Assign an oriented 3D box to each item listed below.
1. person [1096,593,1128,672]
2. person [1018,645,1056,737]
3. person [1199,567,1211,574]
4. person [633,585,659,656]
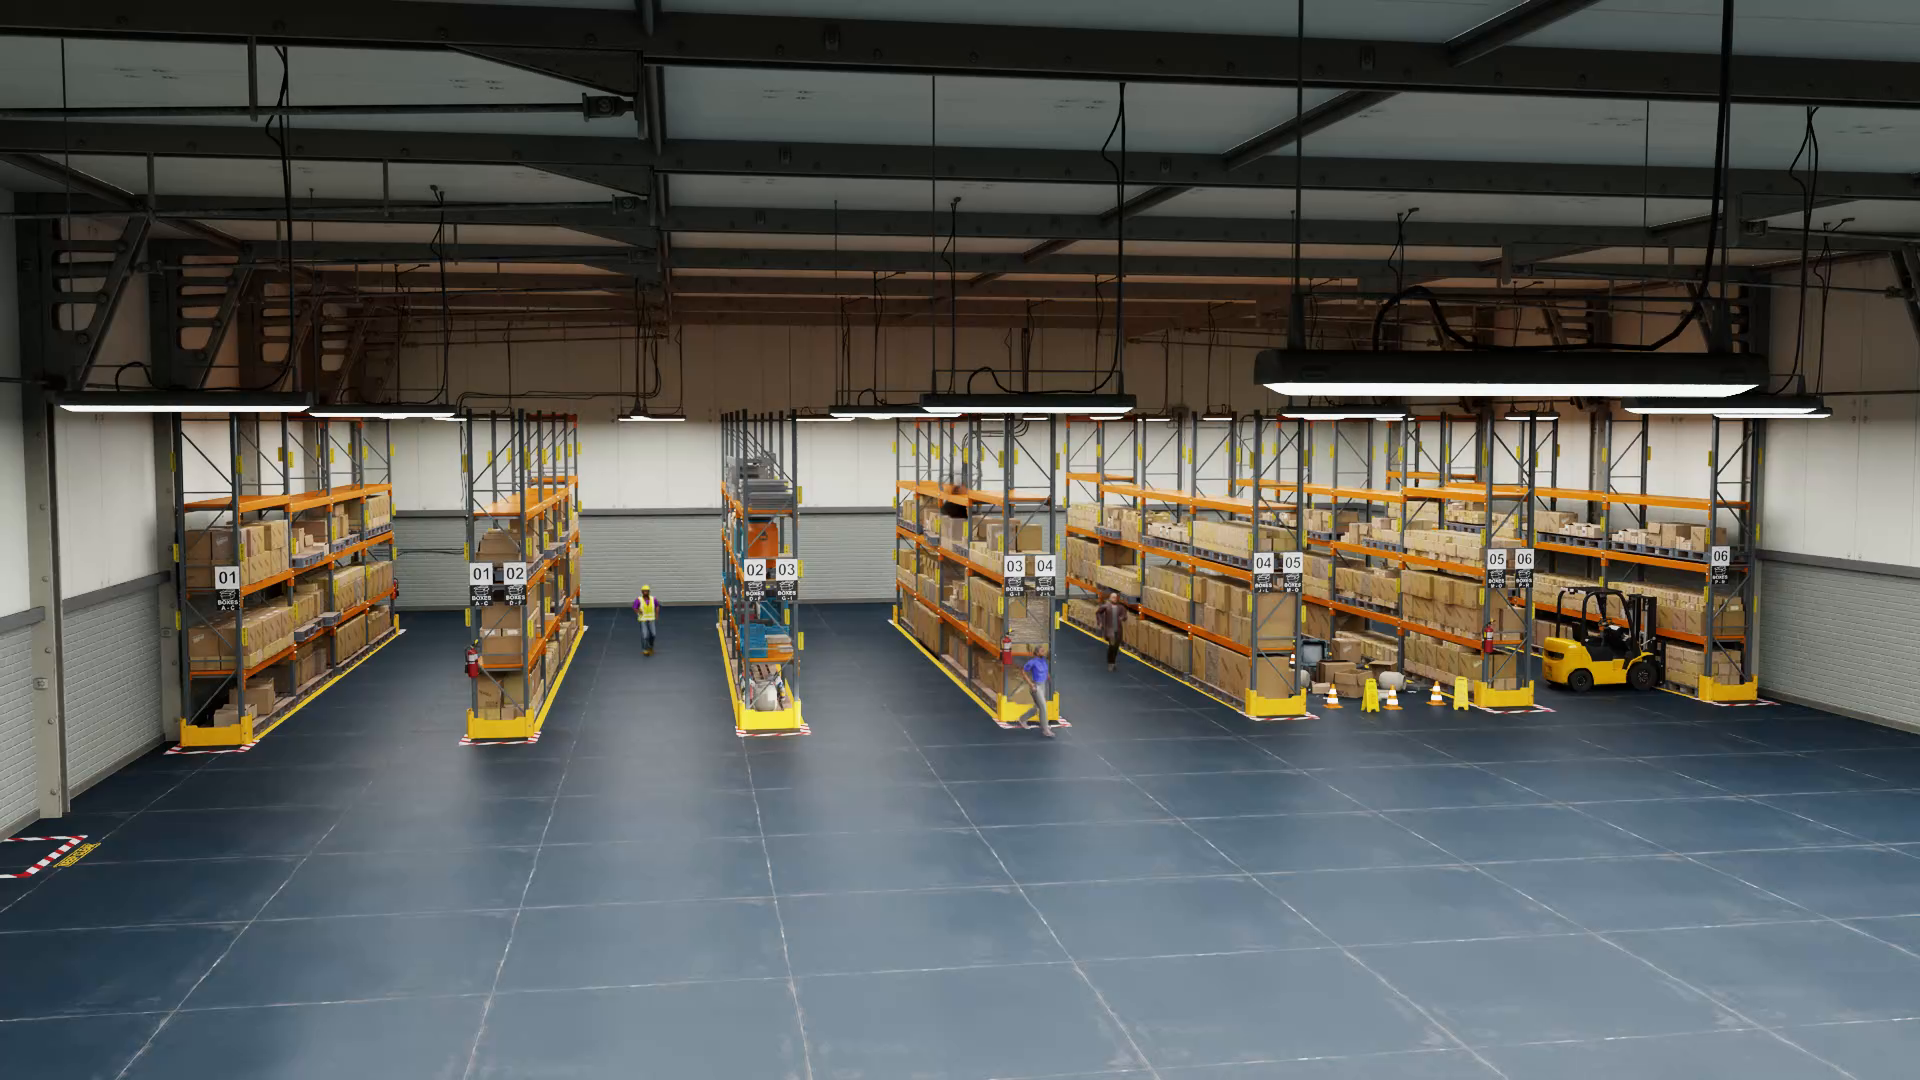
[{"bbox_3d":[3.564,2.145,38.698,0.671,1.835,0.811,-1,4,-15],"label":"person"},{"bbox_3d":[1.420,2.752,30.633,0.871,1.646,0.603,3,5,33],"label":"person"},{"bbox_3d":[7.478,1.345,50.643,0.629,1.733,0.704,0,4,-4],"label":"person"},{"bbox_3d":[-7.691,1.995,40.929,0.680,1.750,0.626,-2,4,-21],"label":"person"}]
